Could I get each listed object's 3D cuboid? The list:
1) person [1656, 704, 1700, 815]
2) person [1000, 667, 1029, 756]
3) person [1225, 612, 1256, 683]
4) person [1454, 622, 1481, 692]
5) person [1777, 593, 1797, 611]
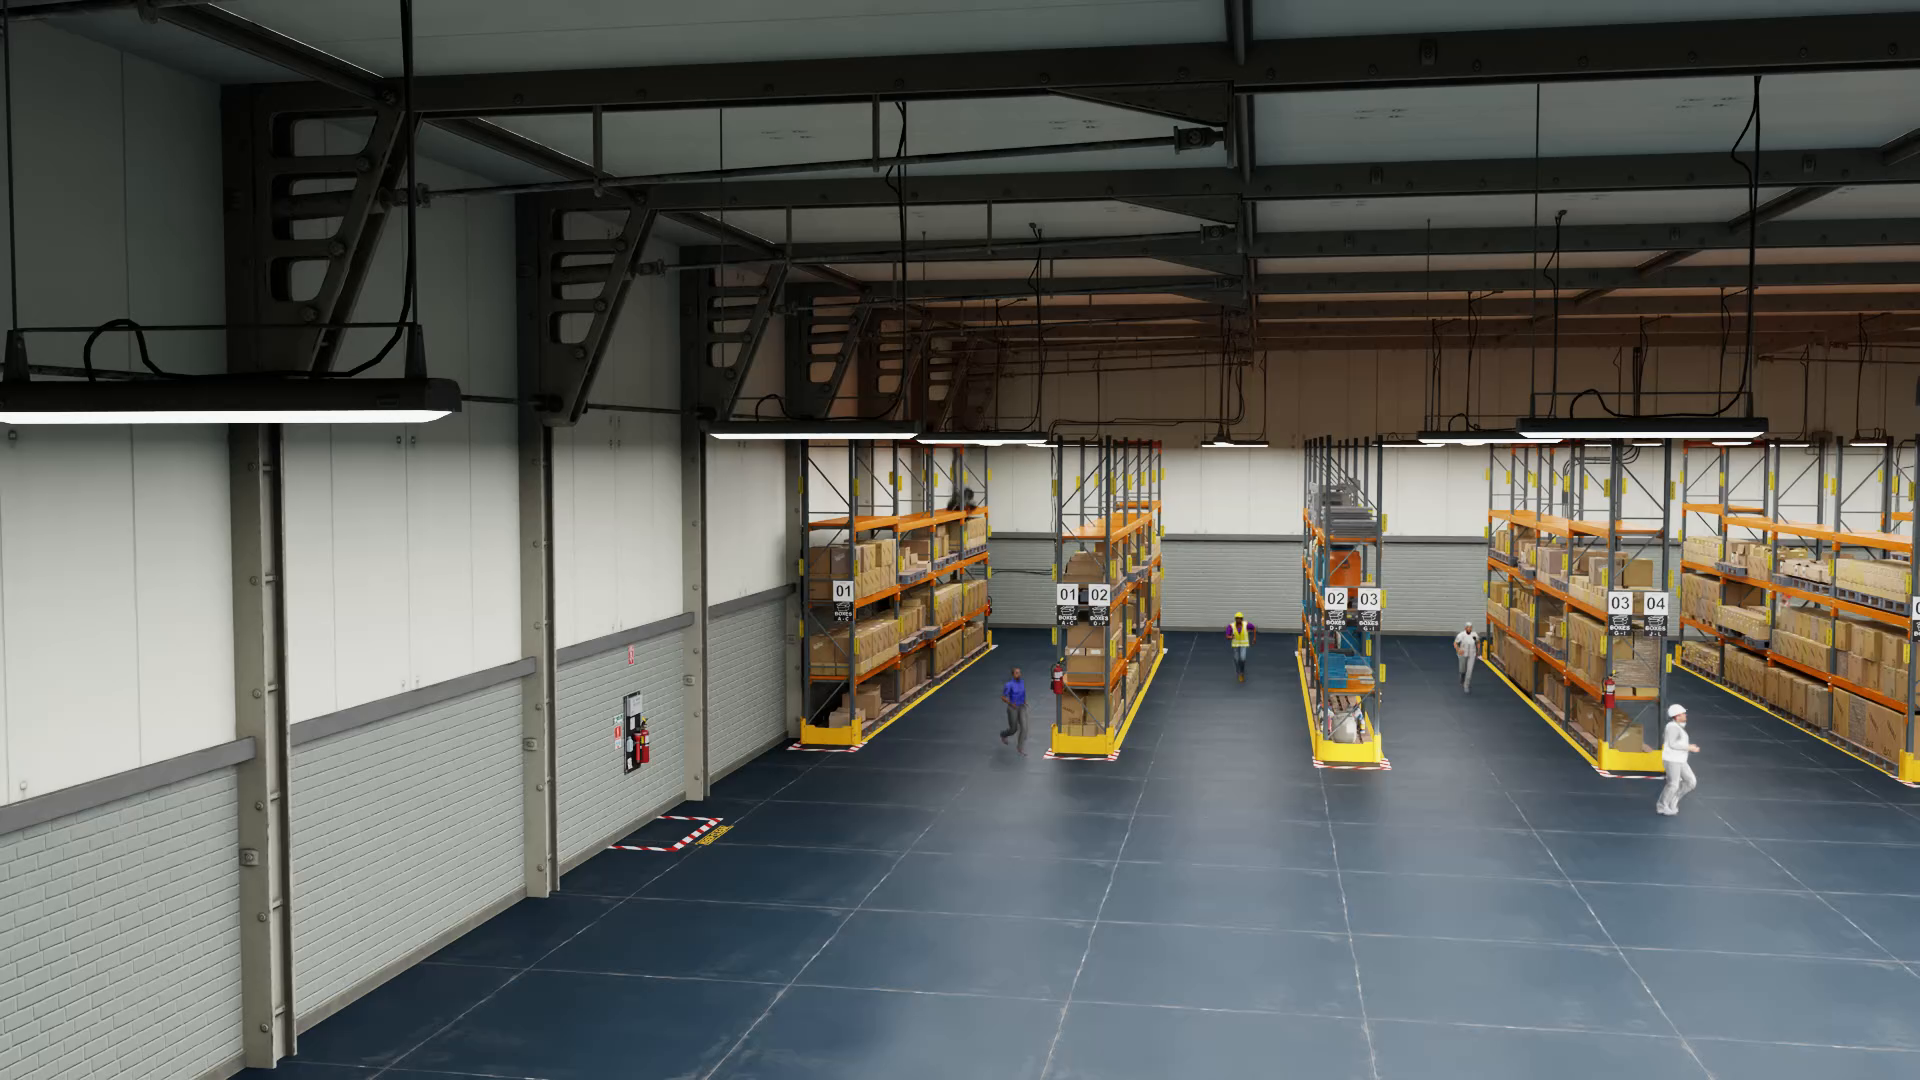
[{"bbox_3d":[11.211,3.439,25.940,0.662,1.752,0.634,2,4,36],"label":"person"},{"bbox_3d":[1.050,3.222,31.411,0.578,1.649,0.791,-2,4,-30],"label":"person"},{"bbox_3d":[6.889,2.632,40.831,0.735,1.733,0.793,1,3,13],"label":"person"},{"bbox_3d":[12.118,2.782,39.702,0.630,1.638,0.735,1,3,10],"label":"person"},{"bbox_3d":[22.889,2.331,46.163,0.948,1.775,0.655,-1,3,-15],"label":"person"}]
